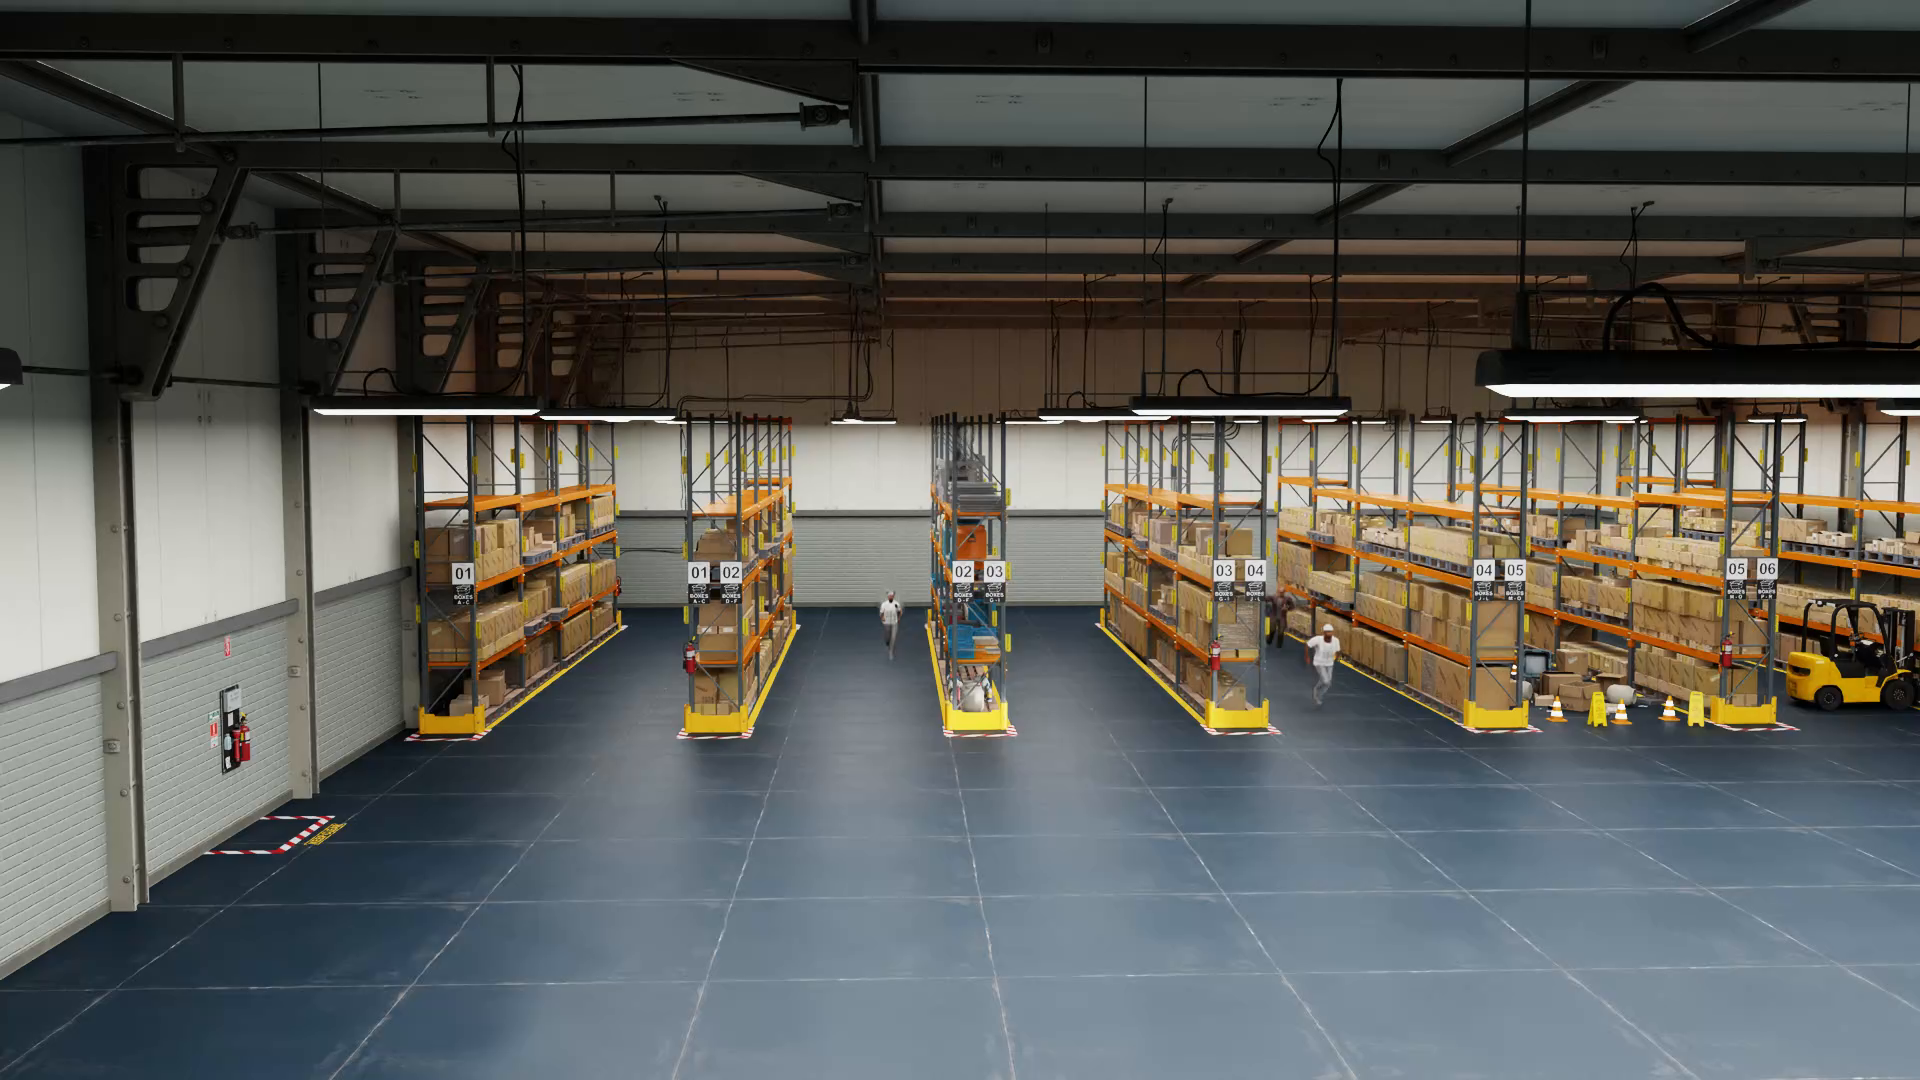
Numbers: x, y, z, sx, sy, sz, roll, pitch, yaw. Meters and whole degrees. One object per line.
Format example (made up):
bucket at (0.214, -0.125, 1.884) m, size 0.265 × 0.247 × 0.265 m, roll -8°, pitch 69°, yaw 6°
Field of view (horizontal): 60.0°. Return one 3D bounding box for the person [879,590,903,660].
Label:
person at (-1.687, 2.057, 40.712) m, size 0.583 × 1.682 × 0.758 m, roll 0°, pitch 4°, yaw -4°

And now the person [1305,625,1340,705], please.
person at (7.435, 2.547, 33.894) m, size 0.655 × 1.680 × 0.736 m, roll -1°, pitch 4°, yaw -21°

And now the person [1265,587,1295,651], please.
person at (8.136, 2.033, 42.515) m, size 0.806 × 1.698 × 0.744 m, roll 0°, pitch 4°, yaw 5°
